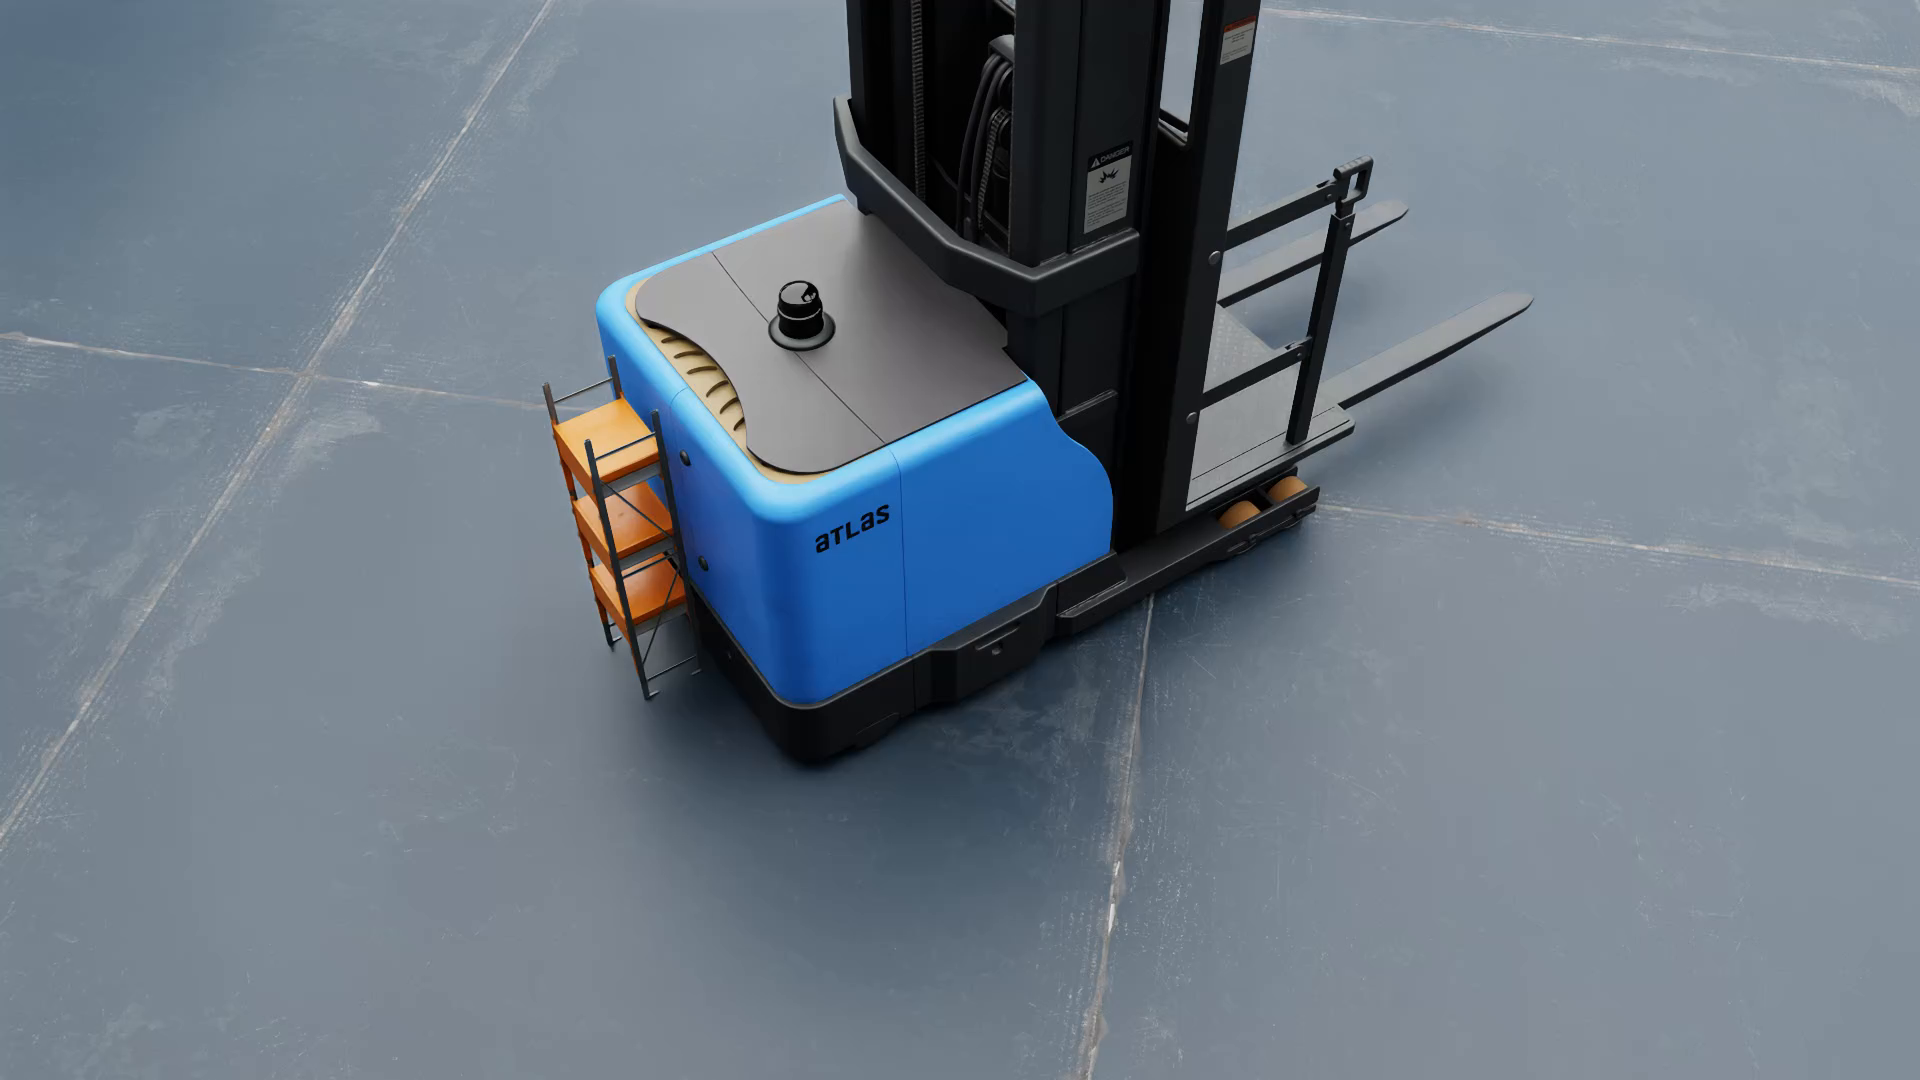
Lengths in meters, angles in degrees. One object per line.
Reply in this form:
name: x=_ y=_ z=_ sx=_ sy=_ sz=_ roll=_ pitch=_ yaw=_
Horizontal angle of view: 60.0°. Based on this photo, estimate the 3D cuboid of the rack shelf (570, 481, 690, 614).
rack shelf: x=-0.902 y=0.001 z=4.557 sx=0.215 sy=0.259 sz=0.240 roll=-26 pitch=53 yaw=-22

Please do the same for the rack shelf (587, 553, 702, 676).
rack shelf: x=-0.902 y=0.187 z=4.764 sx=0.215 sy=0.259 sz=0.240 roll=-26 pitch=53 yaw=-22

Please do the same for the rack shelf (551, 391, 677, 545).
rack shelf: x=-0.902 y=-0.188 z=4.346 sx=0.215 sy=0.259 sz=0.240 roll=-26 pitch=53 yaw=-22

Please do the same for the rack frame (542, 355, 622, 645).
rack frame: x=-0.970 y=-0.081 z=4.617 sx=0.200 sy=1.050 sz=0.008 roll=-26 pitch=53 yaw=-22

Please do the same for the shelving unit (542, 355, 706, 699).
shelving unit: x=-0.902 y=-0.006 z=4.549 sx=0.215 sy=1.050 sz=0.252 roll=-26 pitch=53 yaw=-22

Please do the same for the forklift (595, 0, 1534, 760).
forklift: x=0.525 y=-1.240 z=4.394 sx=3.031 sy=2.935 sz=1.130 roll=-26 pitch=53 yaw=-22

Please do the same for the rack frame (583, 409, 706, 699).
rack frame: x=-0.834 y=0.070 z=4.482 sx=0.200 sy=1.050 sz=0.008 roll=-26 pitch=53 yaw=-22
